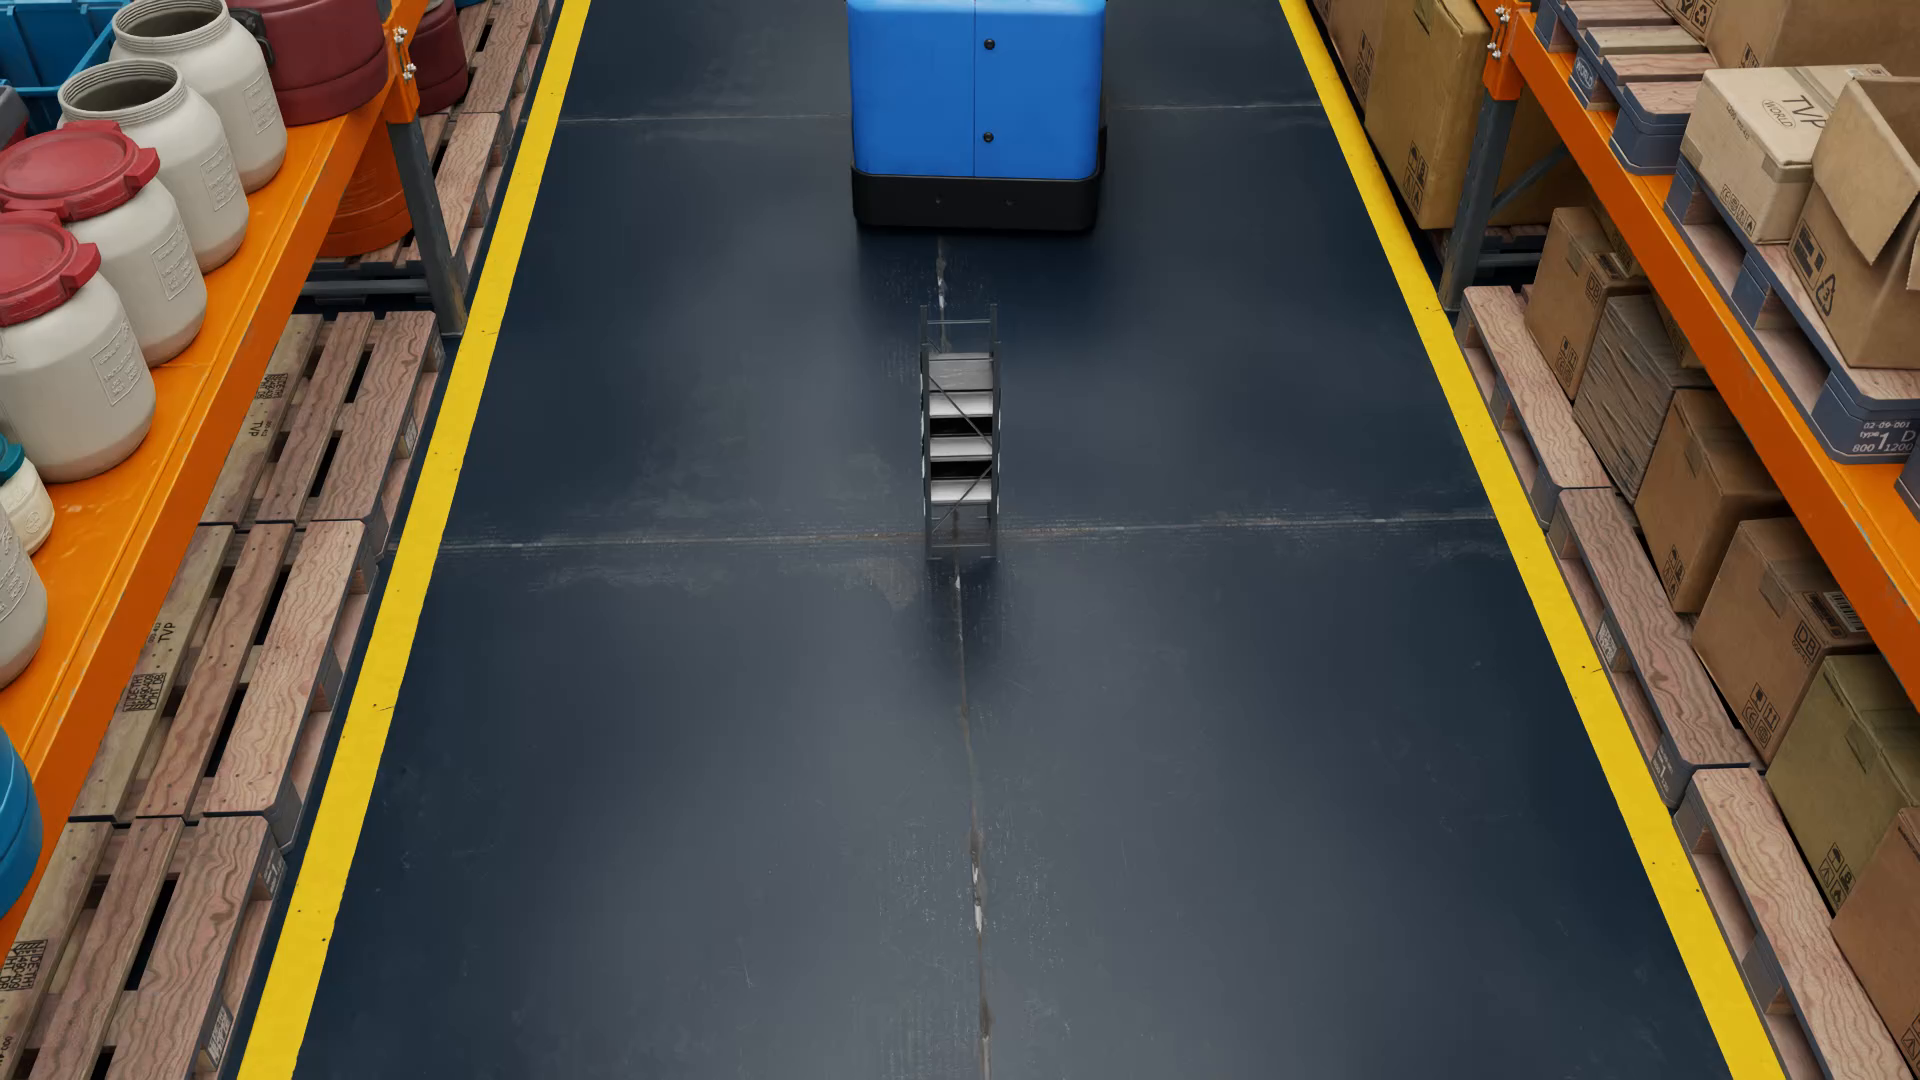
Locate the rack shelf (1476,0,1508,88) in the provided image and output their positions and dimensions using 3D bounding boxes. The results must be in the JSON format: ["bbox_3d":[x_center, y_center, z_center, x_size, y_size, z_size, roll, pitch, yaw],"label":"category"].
[{"bbox_3d":[2.380,-3.167,7.517,1.077,0.370,4.000,-2,43,-2],"label":"rack shelf"}]

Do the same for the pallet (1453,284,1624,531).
[{"bbox_3d":[2.496,-0.526,6.168,1.003,0.211,1.213,-2,43,-2],"label":"pallet"}]

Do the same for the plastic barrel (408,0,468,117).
[{"bbox_3d":[-2.570,-2.298,7.511,0.600,0.588,0.708,-2,43,-2],"label":"plastic barrel"}]

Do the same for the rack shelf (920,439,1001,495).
[{"bbox_3d":[0.000,-0.246,5.535,0.258,0.077,0.200,-2,43,-2],"label":"rack shelf"}]

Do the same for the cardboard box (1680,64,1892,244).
[{"bbox_3d":[2.306,-1.043,4.468,0.500,0.250,0.500,-3,43,-3],"label":"cardboard box"}]

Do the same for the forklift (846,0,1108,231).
[{"bbox_3d":[0.138,-3.380,7.268,1.130,2.935,3.031,2,43,2],"label":"forklift"}]

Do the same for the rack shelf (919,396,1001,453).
[{"bbox_3d":[0.000,-0.379,5.414,0.258,0.077,0.200,-2,43,-2],"label":"rack shelf"}]

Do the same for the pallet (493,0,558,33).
[{"bbox_3d":[-2.663,-3.090,8.965,1.003,0.211,1.213,-2,43,-2],"label":"pallet"}]

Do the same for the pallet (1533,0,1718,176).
[{"bbox_3d":[2.601,-1.533,5.345,1.213,0.211,1.003,-2,43,-2],"label":"pallet"}]

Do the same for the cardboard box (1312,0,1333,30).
[{"bbox_3d":[2.381,-3.119,8.194,1.225,0.875,0.875,-3,43,-3],"label":"cardboard box"}]

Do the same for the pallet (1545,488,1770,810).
[{"bbox_3d":[2.545,0.295,5.272,1.003,0.211,1.213,-2,43,-2],"label":"pallet"}]

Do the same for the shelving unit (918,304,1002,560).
[{"bbox_3d":[0.000,-0.337,5.452,0.258,0.900,0.210,-2,43,-2],"label":"shelving unit"}]

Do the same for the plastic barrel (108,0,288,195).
[{"bbox_3d":[-2.227,-1.293,4.857,0.421,0.512,0.421,0,43,0],"label":"plastic barrel"}]

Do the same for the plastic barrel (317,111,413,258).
[{"bbox_3d":[-2.522,-1.624,6.597,0.600,0.830,0.708,-2,43,-2],"label":"plastic barrel"}]

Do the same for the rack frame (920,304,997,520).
[{"bbox_3d":[-0.005,-0.406,5.527,0.240,0.900,0.006,-2,43,-2],"label":"rack frame"}]

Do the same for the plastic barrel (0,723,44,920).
[{"bbox_3d":[-2.028,0.306,2.825,0.600,0.901,0.708,-2,43,-2],"label":"plastic barrel"}]

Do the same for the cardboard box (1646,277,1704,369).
[{"bbox_3d":[2.556,-0.790,5.361,0.500,0.250,0.500,3,43,3],"label":"cardboard box"}]

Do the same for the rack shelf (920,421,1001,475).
[{"bbox_3d":[0.000,-0.313,5.474,0.258,0.077,0.200,-2,43,-2],"label":"rack shelf"}]

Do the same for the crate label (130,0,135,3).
[{"bbox_3d":[-2.841,-1.583,5.381,0.303,0.233,0.416,-2,43,-2],"label":"crate label"}]

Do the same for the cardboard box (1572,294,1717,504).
[{"bbox_3d":[2.549,-0.497,5.596,0.700,0.500,0.500,-5,43,-5],"label":"cardboard box"}]

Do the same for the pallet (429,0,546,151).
[{"bbox_3d":[-2.608,-2.264,8.064,1.003,0.211,1.213,-2,43,-2],"label":"pallet"}]

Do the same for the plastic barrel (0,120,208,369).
[{"bbox_3d":[-2.185,-0.729,4.225,0.433,0.535,0.433,0,43,0],"label":"plastic barrel"}]

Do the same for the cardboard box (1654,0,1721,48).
[{"bbox_3d":[2.527,-1.910,5.229,0.500,0.500,0.500,-6,43,-7],"label":"cardboard box"}]

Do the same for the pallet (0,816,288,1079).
[{"bbox_3d":[-2.386,1.260,4.220,1.003,0.211,1.213,-2,43,-2],"label":"pallet"}]

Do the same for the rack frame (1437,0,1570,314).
[{"bbox_3d":[2.465,-2.082,5.801,1.000,3.000,0.127,-2,43,-2],"label":"rack frame"}]

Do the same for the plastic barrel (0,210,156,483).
[{"bbox_3d":[-2.167,-0.437,3.906,0.433,0.535,0.433,0,43,0],"label":"plastic barrel"}]

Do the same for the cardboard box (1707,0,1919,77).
[{"bbox_3d":[2.651,-1.536,4.821,0.700,0.500,0.500,4,43,5],"label":"cardboard box"}]

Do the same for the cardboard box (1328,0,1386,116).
[{"bbox_3d":[2.426,-2.522,7.543,1.225,0.875,0.875,-2,43,-2],"label":"cardboard box"}]

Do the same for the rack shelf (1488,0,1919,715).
[{"bbox_3d":[2.549,-0.466,4.571,1.077,0.370,4.000,-2,43,-2],"label":"rack shelf"}]

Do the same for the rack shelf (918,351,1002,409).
[{"bbox_3d":[0.000,-0.512,5.292,0.258,0.077,0.200,-2,43,-2],"label":"rack shelf"}]

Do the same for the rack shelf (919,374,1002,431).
[{"bbox_3d":[0.000,-0.445,5.353,0.258,0.077,0.200,-2,43,-2],"label":"rack shelf"}]

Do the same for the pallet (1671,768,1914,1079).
[{"bbox_3d":[2.600,1.121,4.371,1.003,0.211,1.213,-2,43,-2],"label":"pallet"}]

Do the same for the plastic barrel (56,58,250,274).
[{"bbox_3d":[-2.209,-1.008,4.547,0.421,0.512,0.421,0,43,0],"label":"plastic barrel"}]

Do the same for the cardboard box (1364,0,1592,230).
[{"bbox_3d":[2.456,-1.920,6.886,1.225,0.875,0.875,-3,43,-4],"label":"cardboard box"}]

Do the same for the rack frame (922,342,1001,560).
[{"bbox_3d":[0.004,-0.269,5.377,0.240,0.900,0.006,-2,43,-2],"label":"rack frame"}]

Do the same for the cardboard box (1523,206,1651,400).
[{"bbox_3d":[2.513,-0.871,6.004,0.700,0.500,0.500,-4,43,-4],"label":"cardboard box"}]

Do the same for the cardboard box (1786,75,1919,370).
[{"bbox_3d":[2.468,-0.742,3.952,0.797,0.503,0.637,2,43,3],"label":"cardboard box"}]

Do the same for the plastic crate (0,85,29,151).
[{"bbox_3d":[-2.721,-0.864,4.425,0.402,0.464,0.583,-2,43,-2],"label":"plastic crate"}]

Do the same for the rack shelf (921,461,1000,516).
[{"bbox_3d":[0.000,-0.180,5.596,0.258,0.077,0.200,-2,43,-2],"label":"rack shelf"}]

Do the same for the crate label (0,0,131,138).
[{"bbox_3d":[-2.712,-1.274,4.894,0.502,0.435,0.616,-2,43,-2],"label":"crate label"}]

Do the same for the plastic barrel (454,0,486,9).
[{"bbox_3d":[-2.618,-3.176,8.237,0.600,0.901,0.708,-2,43,-2],"label":"plastic barrel"}]

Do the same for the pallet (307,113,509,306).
[{"bbox_3d":[-2.559,-1.443,7.168,1.003,0.211,1.213,-2,43,-2],"label":"pallet"}]

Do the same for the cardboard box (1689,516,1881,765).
[{"bbox_3d":[2.604,0.263,4.768,0.700,0.500,0.500,-5,43,-5],"label":"cardboard box"}]

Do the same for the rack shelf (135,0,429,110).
[{"bbox_3d":[-2.569,-3.025,7.362,1.077,0.370,4.000,-2,43,-2],"label":"rack shelf"}]

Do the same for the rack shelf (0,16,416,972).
[{"bbox_3d":[-2.399,-0.324,4.416,1.077,0.370,4.000,-2,43,-2],"label":"rack shelf"}]

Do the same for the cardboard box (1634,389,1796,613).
[{"bbox_3d":[2.580,-0.114,5.179,0.700,0.500,0.500,2,43,2],"label":"cardboard box"}]

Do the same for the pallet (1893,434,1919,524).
[{"bbox_3d":[2.747,0.169,3.487,1.003,0.211,1.213,-2,43,-2],"label":"pallet"}]

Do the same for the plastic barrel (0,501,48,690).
[{"bbox_3d":[-2.136,0.058,3.366,0.433,0.535,0.433,0,43,0],"label":"plastic barrel"}]

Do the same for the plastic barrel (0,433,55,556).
[{"bbox_3d":[-2.217,-0.086,3.726,0.301,0.262,0.301,0,43,0],"label":"plastic barrel"}]

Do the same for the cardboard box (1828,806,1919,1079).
[{"bbox_3d":[2.630,0.963,4.004,0.700,0.500,0.500,-5,43,-5],"label":"cardboard box"}]

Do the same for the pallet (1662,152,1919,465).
[{"bbox_3d":[2.590,-0.676,4.409,1.003,0.211,1.213,-2,43,-2],"label":"pallet"}]

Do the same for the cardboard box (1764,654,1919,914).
[{"bbox_3d":[2.628,0.640,4.356,0.700,0.500,0.500,-2,43,-2],"label":"cardboard box"}]

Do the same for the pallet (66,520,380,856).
[{"bbox_3d":[-2.441,0.434,5.120,1.003,0.211,1.213,-2,43,-2],"label":"pallet"}]

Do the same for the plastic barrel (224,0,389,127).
[{"bbox_3d":[-2.162,-1.685,5.268,0.600,0.536,0.708,-2,43,-2],"label":"plastic barrel"}]

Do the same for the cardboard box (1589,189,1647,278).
[{"bbox_3d":[2.523,-1.147,5.751,0.500,0.250,0.500,0,43,0],"label":"cardboard box"}]

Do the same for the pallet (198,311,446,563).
[{"bbox_3d":[-2.490,-0.388,6.017,1.003,0.211,1.213,-2,43,-2],"label":"pallet"}]

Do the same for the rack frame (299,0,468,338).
[{"bbox_3d":[-2.484,-1.940,5.646,1.000,3.000,0.127,-2,43,-2],"label":"rack frame"}]

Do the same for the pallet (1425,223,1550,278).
[{"bbox_3d":[2.506,-1.588,7.326,1.003,0.211,1.213,-2,43,-2],"label":"pallet"}]
